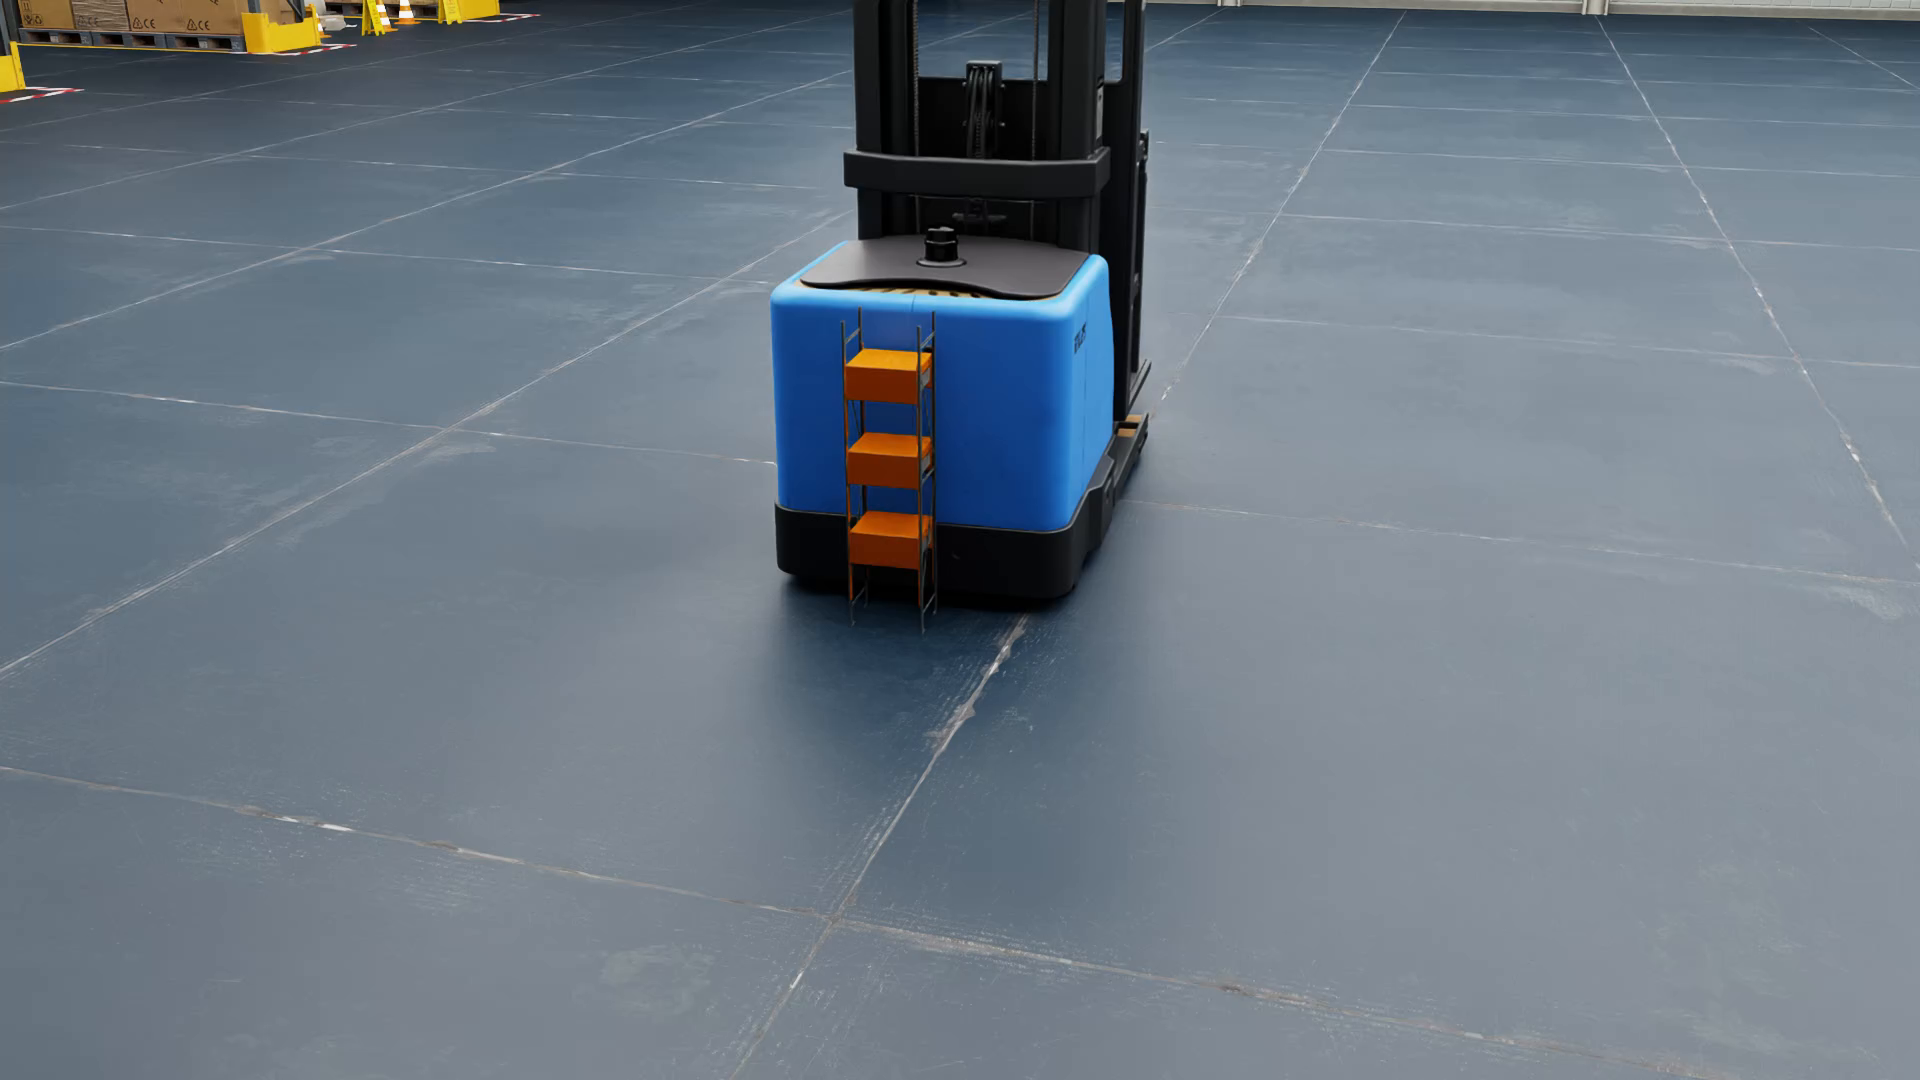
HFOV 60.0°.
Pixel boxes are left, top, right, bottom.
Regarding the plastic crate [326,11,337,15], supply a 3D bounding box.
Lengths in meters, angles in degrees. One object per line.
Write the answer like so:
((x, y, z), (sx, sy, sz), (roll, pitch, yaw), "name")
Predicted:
((-10.362, -8.448, 26.760), (0.583, 0.080, 0.402), (-1, 22, -3), "plastic crate")

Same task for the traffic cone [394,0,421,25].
((-8.583, -8.235, 25.737), (0.334, 0.463, 0.336), (7, 23, 16), "traffic cone")

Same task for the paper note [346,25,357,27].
((-9.279, -7.837, 25.336), (0.142, 0.019, 0.148), (-1, 22, -3), "paper note")

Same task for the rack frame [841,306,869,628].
((-0.342, -0.228, 5.442), (0.008, 1.050, 0.200), (5, 23, 12), "rack frame")

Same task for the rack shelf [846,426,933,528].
((-0.223, -0.207, 5.419), (0.240, 0.259, 0.215), (5, 23, 12), "rack shelf")

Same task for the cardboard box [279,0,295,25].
((-10.211, -7.948, 24.984), (0.637, 0.503, 0.797), (-9, 24, -21), "cardboard box")

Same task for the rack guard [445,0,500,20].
((-7.871, -8.682, 26.778), (0.348, 0.500, 1.175), (7, 23, 16), "rack guard")

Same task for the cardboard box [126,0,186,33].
((-10.643, -7.378, 22.551), (0.875, 0.875, 0.875), (6, 23, 15), "cardboard box")

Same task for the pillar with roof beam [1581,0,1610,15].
((9.215, -11.276, 21.903), (0.400, 9.000, 9.100), (7, 23, 16), "pillar with roof beam")

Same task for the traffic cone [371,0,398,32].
((-8.578, -7.795, 24.663), (0.334, 0.463, 0.336), (7, 23, 16), "traffic cone")

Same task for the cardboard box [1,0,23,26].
((-13.581, -7.648, 23.374), (0.750, 0.750, 1.050), (6, 23, 15), "cardboard box")

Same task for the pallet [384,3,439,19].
((-8.639, -8.651, 27.081), (1.213, 0.211, 1.003), (7, 23, 16), "pallet")

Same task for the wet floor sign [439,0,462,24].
((-7.926, -8.332, 25.731), (0.232, 0.644, 0.267), (16, 27, 34), "wet floor sign")

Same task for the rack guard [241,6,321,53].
((-9.109, -6.862, 22.339), (0.348, 0.500, 1.175), (7, 23, 16), "rack guard")

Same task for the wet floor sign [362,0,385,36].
((-8.532, -7.648, 24.064), (0.232, 0.644, 0.267), (3, 22, 6), "wet floor sign")

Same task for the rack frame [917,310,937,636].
((-0.105, -0.206, 5.389), (0.008, 1.050, 0.200), (5, 23, 12), "rack frame")

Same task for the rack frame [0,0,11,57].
((-10.661, -6.230, 17.505), (0.127, 3.000, 1.000), (7, 23, 16), "rack frame")

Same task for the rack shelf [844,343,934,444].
((-0.223, -0.470, 5.312), (0.240, 0.259, 0.215), (5, 23, 12), "rack shelf")

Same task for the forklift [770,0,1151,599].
((0.198, -1.688, 6.523), (1.130, 2.935, 3.031), (5, 23, 12), "forklift")

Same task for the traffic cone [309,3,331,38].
((-9.230, -7.421, 23.753), (0.334, 0.463, 0.336), (7, 23, 16), "traffic cone")

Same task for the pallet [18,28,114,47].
((-12.256, -7.057, 23.197), (1.213, 0.211, 1.003), (7, 23, 15), "pallet")

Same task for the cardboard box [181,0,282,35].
((-9.800, -7.283, 22.318), (0.875, 0.875, 0.875), (7, 23, 16), "cardboard box")

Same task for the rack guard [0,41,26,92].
((-10.734, -5.082, 18.000), (0.348, 0.500, 1.175), (7, 23, 16), "rack guard")

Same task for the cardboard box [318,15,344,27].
((-9.636, -7.921, 25.385), (0.380, 0.149, 0.250), (-20, 29, -39), "cardboard box")

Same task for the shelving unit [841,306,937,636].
((-0.223, -0.217, 5.415), (0.252, 1.050, 0.215), (5, 23, 12), "shelving unit")

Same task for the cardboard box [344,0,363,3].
((-9.646, -8.858, 26.983), (0.500, 0.250, 0.500), (6, 23, 14), "cardboard box")

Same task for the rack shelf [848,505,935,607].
((-0.223, 0.050, 5.525), (0.240, 0.259, 0.215), (5, 23, 12), "rack shelf")

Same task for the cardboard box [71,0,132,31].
((-11.515, -7.479, 22.796), (0.875, 0.875, 0.875), (7, 23, 16), "cardboard box")

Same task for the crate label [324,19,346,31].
((-9.349, -7.708, 24.880), (0.298, 0.136, 0.250), (-5, 23, -12), "crate label")

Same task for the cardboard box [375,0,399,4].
((-9.144, -8.803, 26.848), (0.500, 0.250, 0.500), (7, 23, 16), "cardboard box")

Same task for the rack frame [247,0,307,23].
((-9.132, -8.021, 21.872), (0.127, 3.000, 1.000), (7, 23, 16), "rack frame")

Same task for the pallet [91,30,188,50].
((-11.084, -6.924, 22.873), (1.213, 0.211, 1.003), (7, 23, 15), "pallet")

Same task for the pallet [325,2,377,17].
((-9.803, -8.785, 27.409), (1.213, 0.211, 1.003), (7, 23, 16), "pallet")

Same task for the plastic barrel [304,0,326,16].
((-10.213, -8.315, 25.983), (0.512, 0.421, 0.421), (-14, 26, -30), "plastic barrel")

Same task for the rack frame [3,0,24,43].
((-12.961, -8.459, 22.940), (0.127, 3.000, 1.000), (7, 23, 16), "rack frame")

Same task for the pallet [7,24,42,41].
((-13.722, -7.226, 23.609), (1.213, 0.211, 1.003), (7, 23, 16), "pallet")

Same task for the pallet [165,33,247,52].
((-9.920, -6.790, 22.545), (1.213, 0.211, 1.003), (7, 23, 15), "pallet")

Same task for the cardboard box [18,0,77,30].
((-12.379, -7.576, 23.034), (0.875, 0.875, 0.875), (7, 23, 16), "cardboard box")

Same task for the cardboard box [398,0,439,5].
((-8.673, -8.746, 26.709), (0.500, 0.250, 0.500), (6, 23, 15), "cardboard box")

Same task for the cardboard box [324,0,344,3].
((-10.118, -8.917, 27.125), (0.500, 0.250, 0.500), (6, 23, 15), "cardboard box")

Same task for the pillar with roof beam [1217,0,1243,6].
((3.470, -11.934, 23.506), (0.400, 9.000, 9.100), (7, 23, 16), "pillar with roof beam")
